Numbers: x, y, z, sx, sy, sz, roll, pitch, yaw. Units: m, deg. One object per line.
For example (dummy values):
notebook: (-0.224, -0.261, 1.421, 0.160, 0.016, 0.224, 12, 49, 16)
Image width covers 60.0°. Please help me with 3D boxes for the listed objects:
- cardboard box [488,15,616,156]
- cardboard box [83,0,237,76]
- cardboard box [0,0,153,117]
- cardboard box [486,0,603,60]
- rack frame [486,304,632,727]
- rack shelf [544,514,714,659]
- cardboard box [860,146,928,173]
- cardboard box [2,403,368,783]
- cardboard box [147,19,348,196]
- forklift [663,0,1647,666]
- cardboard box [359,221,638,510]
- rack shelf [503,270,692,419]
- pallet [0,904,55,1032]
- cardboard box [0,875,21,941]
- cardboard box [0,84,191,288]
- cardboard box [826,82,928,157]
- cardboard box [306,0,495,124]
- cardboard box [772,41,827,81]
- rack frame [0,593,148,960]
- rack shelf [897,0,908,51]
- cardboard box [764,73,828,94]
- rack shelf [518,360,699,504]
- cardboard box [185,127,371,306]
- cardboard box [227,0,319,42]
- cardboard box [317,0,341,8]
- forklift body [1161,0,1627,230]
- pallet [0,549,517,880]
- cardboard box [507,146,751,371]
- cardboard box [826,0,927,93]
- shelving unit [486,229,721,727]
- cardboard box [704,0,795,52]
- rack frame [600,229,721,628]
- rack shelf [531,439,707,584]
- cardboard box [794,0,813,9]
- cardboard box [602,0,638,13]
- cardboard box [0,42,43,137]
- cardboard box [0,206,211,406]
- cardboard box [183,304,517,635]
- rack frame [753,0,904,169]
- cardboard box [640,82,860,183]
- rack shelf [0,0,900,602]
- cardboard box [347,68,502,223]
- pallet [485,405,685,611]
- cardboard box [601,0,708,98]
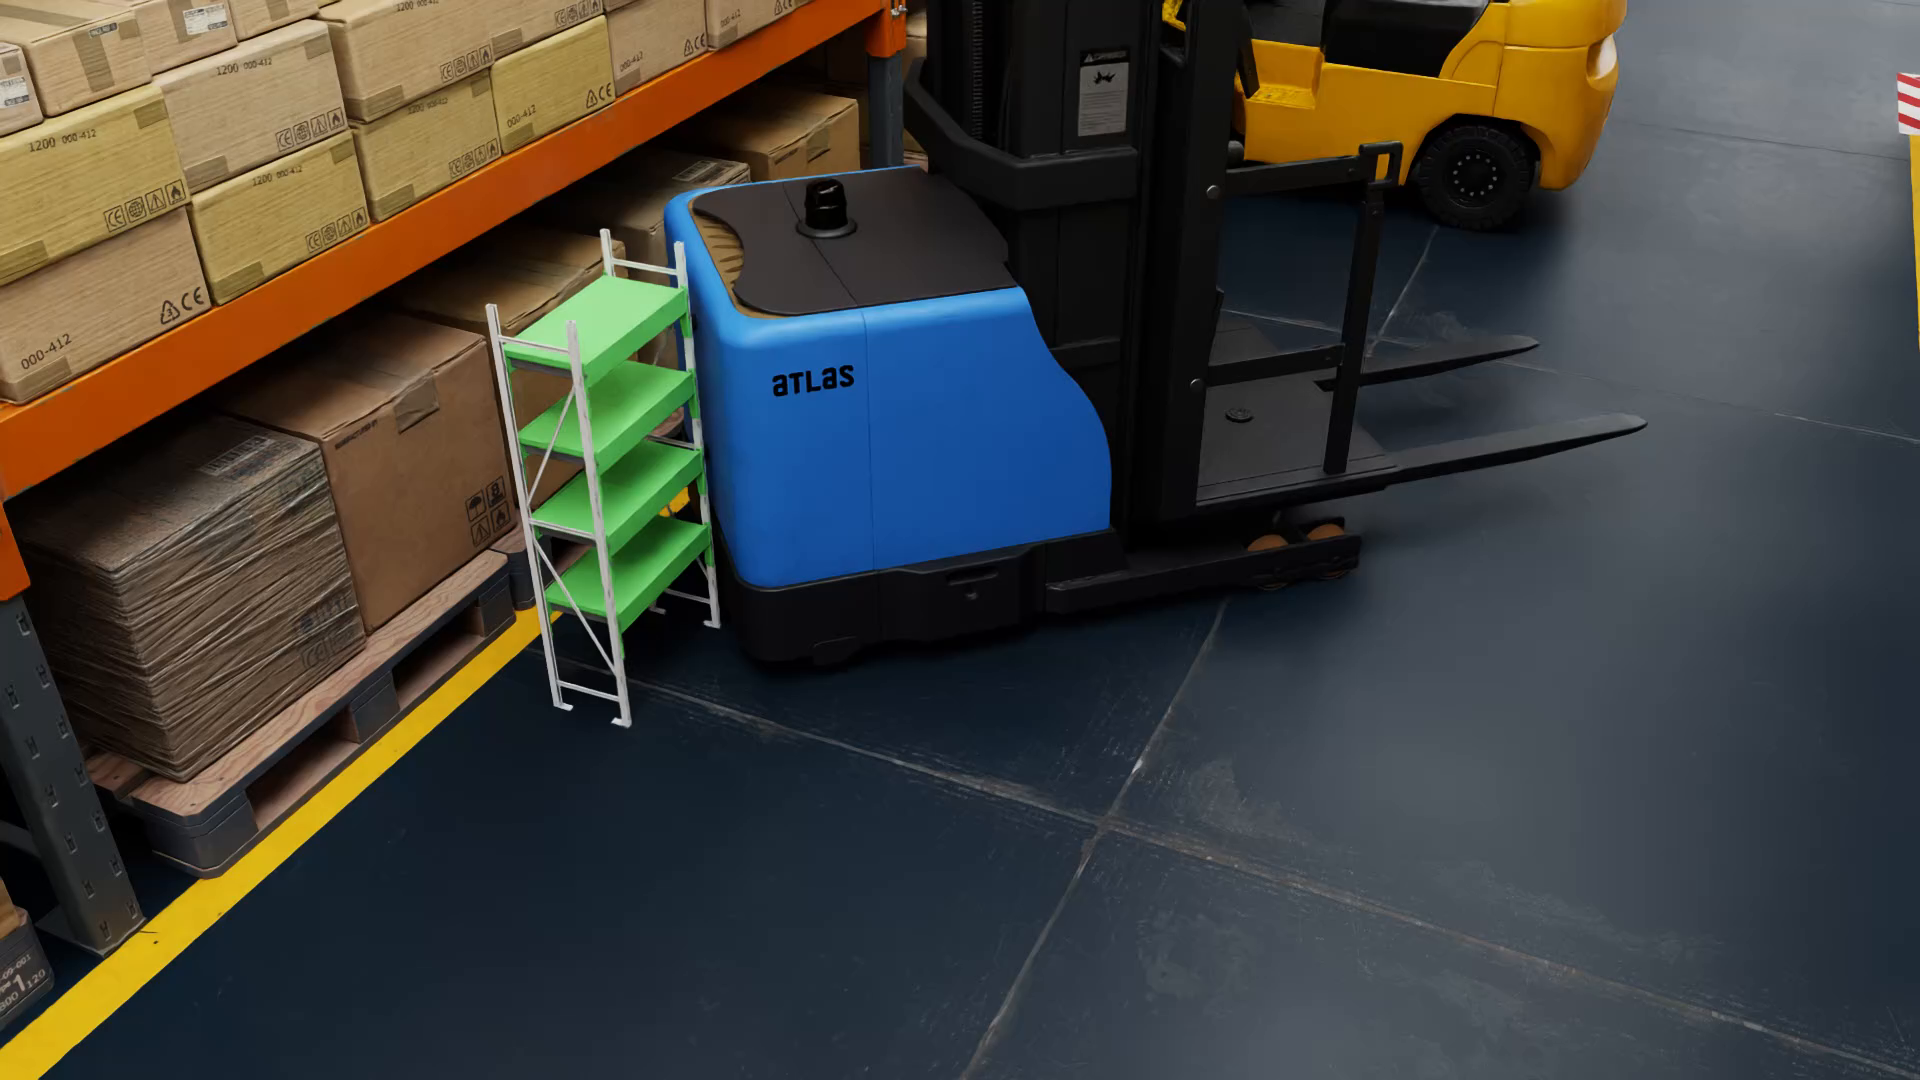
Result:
cardboard box: (-1.327, -1.311, 4.651, 0.500, 0.250, 0.500, 15, 36, 22)
cardboard box: (-1.782, -1.115, 3.532, 0.380, 0.149, 0.250, 15, 36, 22)
cardboard box: (-1.866, -0.981, 3.328, 0.380, 0.149, 0.250, 15, 36, 22)
cardboard box: (-1.333, -1.520, 4.514, 0.500, 0.250, 0.500, 15, 36, 21)
rack frame: (-0.999, -0.025, 4.194, 0.240, 1.200, 0.015, 13, 35, 19)
rack shelf: (-0.906, 0.105, 4.549, 0.258, 0.148, 0.480, 13, 35, 19)
cardboard box: (-0.201, -1.626, 7.119, 0.500, 0.250, 0.500, 15, 36, 21)
cardboard box: (-2.104, 0.067, 4.196, 0.875, 0.625, 0.625, 15, 36, 22)
cardboard box: (-1.759, -1.004, 3.726, 0.500, 0.250, 0.500, 15, 36, 22)
forklift: (0.700, -1.339, 4.619, 3.031, 2.935, 1.130, -10, 35, -15)
cardboard box: (-1.556, -0.596, 5.206, 0.875, 0.625, 0.625, 13, 35, 19)
rack shelf: (-0.906, -0.497, 4.155, 0.258, 0.148, 0.480, 13, 35, 19)
pallet: (-2.724, 1.086, 3.401, 1.003, 0.211, 1.213, 14, 36, 20)
cardboard box: (-2.359, 0.686, 3.364, 0.500, 0.500, 0.500, 15, 36, 22)
cardboard box: (-1.947, -0.749, 3.337, 0.500, 0.250, 0.500, 14, 36, 20)
cardboard box: (-0.221, -1.840, 6.990, 0.500, 0.250, 0.500, 14, 36, 20)
cardboard box: (-1.524, -1.260, 4.117, 0.500, 0.250, 0.500, 13, 36, 19)
cardboard box: (-0.674, -2.169, 7.035, 0.500, 0.250, 0.500, 15, 36, 21)
rack frame: (-2.377, -0.443, 3.191, 1.000, 3.000, 0.127, 14, 36, 20)
rack shelf: (0.133, -3.131, 7.945, 1.077, 0.370, 4.000, 14, 36, 20)
cardboard box: (-0.686, -1.960, 7.172, 0.500, 0.250, 0.500, 13, 36, 19)
rack shelf: (-0.906, -0.296, 4.286, 0.258, 0.148, 0.480, 13, 35, 19)
cardboard box: (-1.755, -0.795, 3.864, 0.500, 0.250, 0.500, 13, 36, 19)
cardboard box: (-1.684, -1.248, 3.735, 0.380, 0.149, 0.250, 15, 36, 21)
cardboard box: (-1.606, -1.380, 3.936, 0.380, 0.149, 0.250, 15, 36, 21)
forklift body: (1.833, -2.710, 7.421, 2.313, 2.155, 1.214, 14, 36, 20)
pallet: (-1.997, 0.322, 4.567, 1.003, 0.211, 1.213, 14, 36, 20)
cardboard box: (-1.244, -0.971, 5.778, 0.875, 0.625, 0.625, 14, 36, 20)
cardboard box: (-0.216, -2.048, 6.851, 0.500, 0.250, 0.500, 14, 36, 20)
shelving unit: (-0.906, -0.149, 4.383, 0.258, 1.200, 0.503, 13, 35, 19)
cardboard box: (-0.882, -1.810, 5.412, 0.500, 0.250, 0.500, 14, 36, 20)
rack frame: (-0.813, -0.272, 4.571, 0.240, 1.200, 0.015, 13, 35, 19)
rack shelf: (-0.906, -0.095, 4.418, 0.258, 0.148, 0.480, 13, 35, 19)
cardboard box: (-0.677, -2.062, 5.796, 0.500, 0.250, 0.500, 15, 36, 22)
cardboard box: (-1.105, -1.768, 4.891, 0.500, 0.250, 0.500, 15, 36, 21)
cardboard box: (-1.976, -0.848, 3.124, 0.380, 0.149, 0.250, 15, 36, 22)
cardboard box: (-1.970, -0.546, 3.483, 0.500, 0.250, 0.500, 14, 36, 21)
cardboard box: (-1.838, -0.261, 4.695, 0.875, 0.625, 0.625, 15, 36, 22)
rack frame: (-0.704, -2.436, 6.229, 1.000, 3.000, 0.127, 14, 36, 20)
cardboard box: (-0.912, -1.356, 6.365, 0.875, 0.625, 0.625, 16, 36, 23)
rack shelf: (-1.541, -1.139, 4.907, 1.077, 0.370, 4.000, 14, 36, 20)
cardboard box: (-1.546, -1.053, 4.257, 0.500, 0.250, 0.500, 13, 35, 19)
pallet: (-1.486, -0.284, 5.490, 1.003, 0.211, 1.213, 14, 36, 20)
cardboard box: (-1.118, -1.570, 5.045, 0.500, 0.250, 0.500, 14, 36, 21)
